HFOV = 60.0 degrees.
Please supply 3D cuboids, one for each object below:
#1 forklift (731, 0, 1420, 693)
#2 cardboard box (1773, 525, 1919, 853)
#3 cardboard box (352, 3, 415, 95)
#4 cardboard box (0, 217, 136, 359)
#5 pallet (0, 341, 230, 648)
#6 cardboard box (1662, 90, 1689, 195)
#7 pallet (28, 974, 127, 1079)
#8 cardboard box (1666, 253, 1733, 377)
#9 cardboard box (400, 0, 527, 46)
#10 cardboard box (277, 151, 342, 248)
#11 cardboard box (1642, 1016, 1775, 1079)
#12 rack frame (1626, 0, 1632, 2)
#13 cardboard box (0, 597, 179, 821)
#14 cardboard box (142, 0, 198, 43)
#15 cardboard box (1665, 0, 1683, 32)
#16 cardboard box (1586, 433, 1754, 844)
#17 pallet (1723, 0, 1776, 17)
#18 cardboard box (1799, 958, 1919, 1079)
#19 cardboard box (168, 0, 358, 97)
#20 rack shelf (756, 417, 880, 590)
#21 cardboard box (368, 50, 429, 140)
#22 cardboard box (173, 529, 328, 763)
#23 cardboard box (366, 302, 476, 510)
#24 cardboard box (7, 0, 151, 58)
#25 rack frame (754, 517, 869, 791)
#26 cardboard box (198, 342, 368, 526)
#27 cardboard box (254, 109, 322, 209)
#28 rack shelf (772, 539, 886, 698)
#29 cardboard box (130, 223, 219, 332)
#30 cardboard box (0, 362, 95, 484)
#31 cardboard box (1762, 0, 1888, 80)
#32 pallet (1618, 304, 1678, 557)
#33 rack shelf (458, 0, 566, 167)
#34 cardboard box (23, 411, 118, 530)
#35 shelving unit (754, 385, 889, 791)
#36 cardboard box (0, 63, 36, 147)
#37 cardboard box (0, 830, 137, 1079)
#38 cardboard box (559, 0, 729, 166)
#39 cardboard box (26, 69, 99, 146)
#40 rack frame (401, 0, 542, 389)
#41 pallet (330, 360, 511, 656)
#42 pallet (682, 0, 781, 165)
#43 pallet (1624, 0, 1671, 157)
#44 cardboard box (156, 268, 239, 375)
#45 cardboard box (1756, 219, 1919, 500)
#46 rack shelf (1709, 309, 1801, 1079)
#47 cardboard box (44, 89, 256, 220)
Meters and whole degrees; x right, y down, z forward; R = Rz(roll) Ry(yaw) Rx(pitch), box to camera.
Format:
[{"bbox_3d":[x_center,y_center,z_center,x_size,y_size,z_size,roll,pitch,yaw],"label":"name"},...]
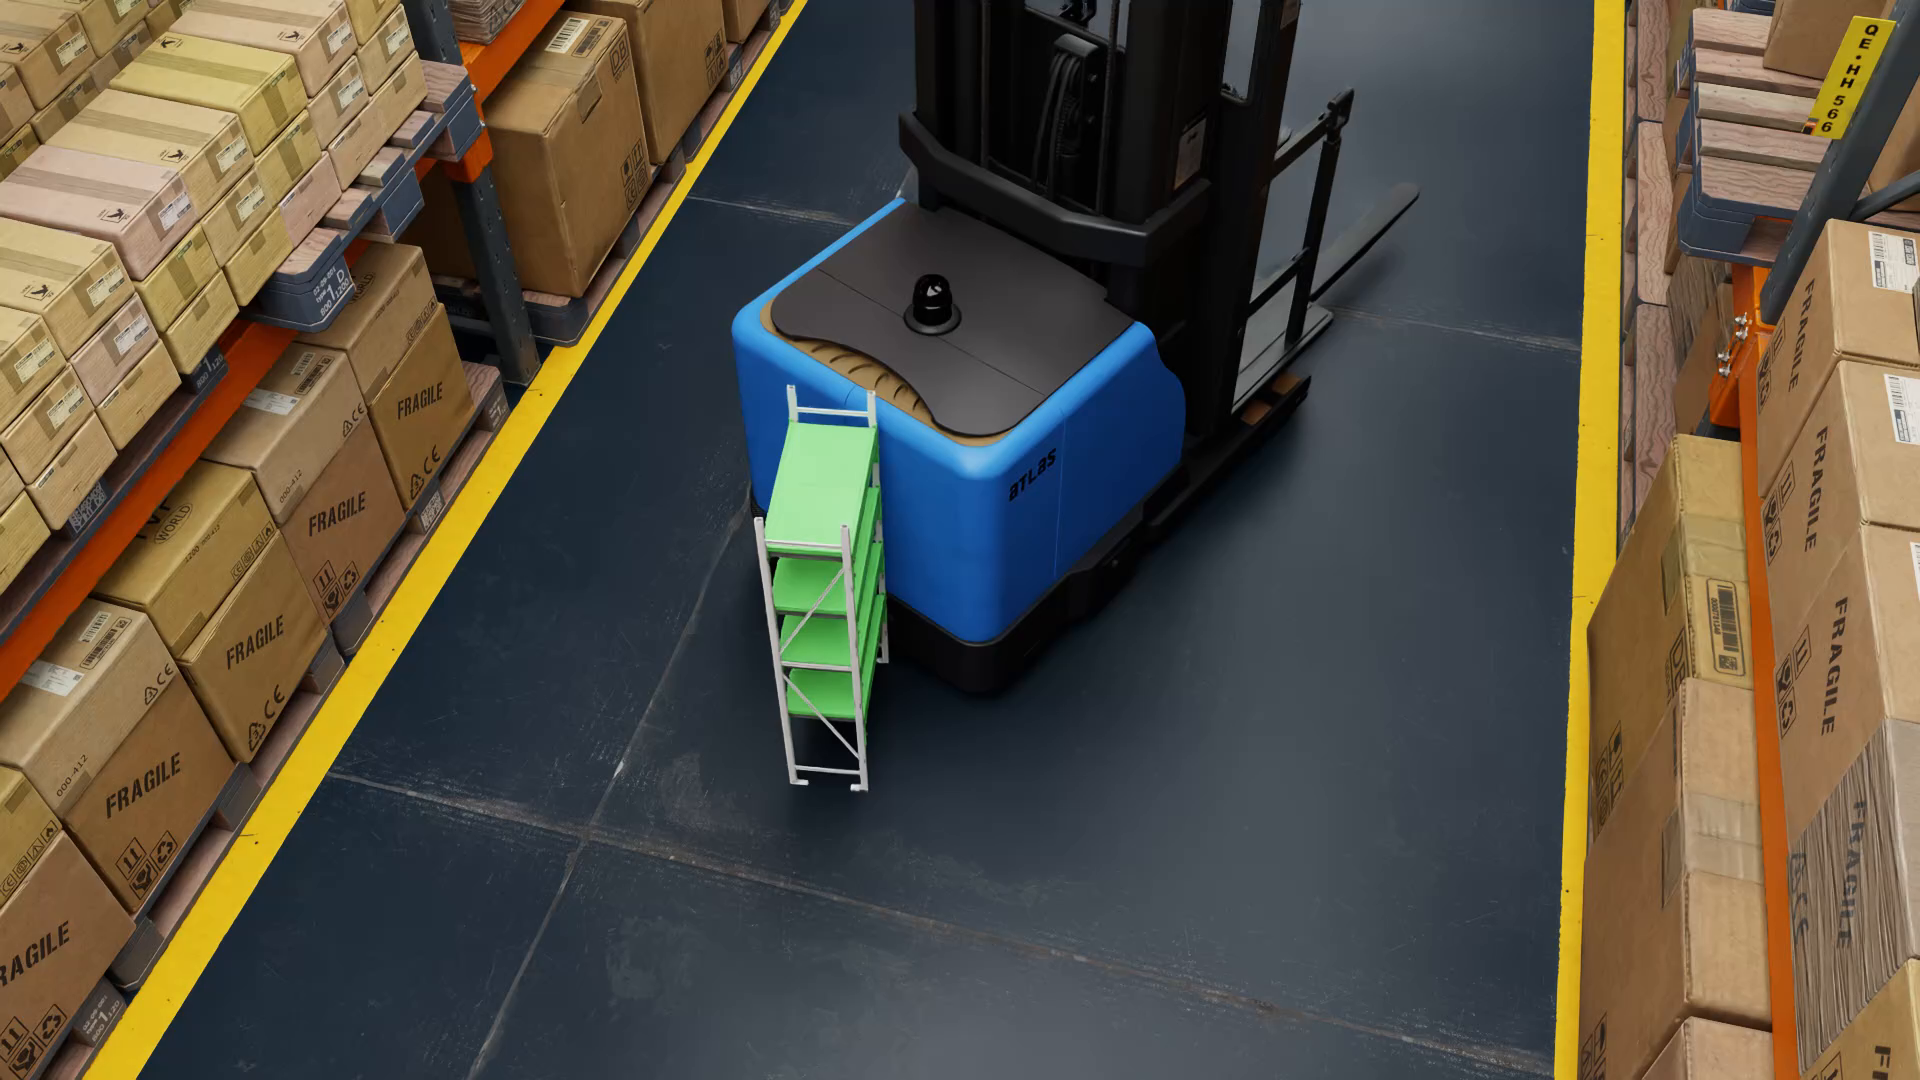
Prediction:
[{"bbox_3d":[0.634,-1.532,5.147,1.130,2.935,3.031,32,56,25],"label":"forklift"},{"bbox_3d":[2.013,0.357,3.368,0.500,0.500,0.500,11,49,9],"label":"cardboard box"},{"bbox_3d":[-1.780,-1.412,4.684,0.380,0.149,0.250,12,50,11],"label":"cardboard box"},{"bbox_3d":[-2.119,-0.577,3.750,0.380,0.149,0.250,14,50,12],"label":"cardboard box"},{"bbox_3d":[-2.571,-0.201,4.055,1.003,0.211,1.213,12,50,10],"label":"pallet"},{"bbox_3d":[3.249,-1.679,6.605,0.700,0.500,0.500,8,49,7],"label":"cardboard box"},{"bbox_3d":[-2.939,1.548,4.243,1.003,0.211,1.213,12,50,10],"label":"pallet"},{"bbox_3d":[2.960,-0.863,5.885,0.700,0.500,0.500,8,49,7],"label":"cardboard box"},{"bbox_3d":[-1.711,-2.009,5.456,0.500,0.500,0.500,12,50,10],"label":"cardboard box"},{"bbox_3d":[-1.910,-0.948,4.473,0.380,0.149,0.250,12,50,11],"label":"cardboard box"},{"bbox_3d":[2.000,1.691,3.394,1.225,0.875,0.875,10,49,9],"label":"cardboard box"},{"bbox_3d":[3.722,-3.546,6.879,1.000,3.000,0.127,12,50,10],"label":"rack frame"},{"bbox_3d":[-2.417,0.393,4.290,0.500,0.250,0.500,13,50,11],"label":"cardboard box"},{"bbox_3d":[-2.411,-1.549,4.806,0.380,0.149,0.250,14,50,12],"label":"cardboard box"},{"bbox_3d":[3.539,-2.425,7.263,0.700,0.500,0.500,8,49,7],"label":"cardboard box"},{"bbox_3d":[2.467,0.406,4.528,1.225,0.875,0.875,9,49,8],"label":"cardboard box"},{"bbox_3d":[3.150,-2.029,5.668,1.003,0.211,1.213,12,50,10],"label":"pallet"},{"bbox_3d":[1.743,1.079,2.730,0.500,0.500,0.500,11,49,10],"label":"cardboard box"},{"bbox_3d":[-1.845,-1.331,4.415,0.380,0.149,0.250,11,49,10],"label":"cardboard box"},{"bbox_3d":[-0.375,-0.104,4.486,0.258,0.148,0.480,4,49,4],"label":"rack shelf"},{"bbox_3d":[-1.776,-1.313,4.796,0.380,0.149,0.250,12,50,11],"label":"cardboard box"},{"bbox_3d":[-2.274,0.272,4.897,0.500,0.500,0.500,10,49,8],"label":"cardboard box"},{"bbox_3d":[-2.011,-0.489,5.568,0.500,0.500,0.500,11,50,10],"label":"cardboard box"},{"bbox_3d":[-2.466,-1.466,4.534,0.380,0.149,0.250,10,49,9],"label":"cardboard box"},{"bbox_3d":[-0.400,0.354,4.638,0.240,1.200,0.015,4,49,4],"label":"rack frame"},{"bbox_3d":[-2.139,-0.351,4.946,0.500,0.250,0.500,12,50,11],"label":"cardboard box"},{"bbox_3d":[-1.916,-1.027,4.345,0.380,0.149,0.250,13,50,11],"label":"cardboard box"},{"bbox_3d":[-0.375,0.214,4.846,0.258,0.148,0.480,4,49,4],"label":"rack shelf"},{"bbox_3d":[-2.050,-0.667,4.027,0.380,0.149,0.250,11,50,10],"label":"cardboard box"},{"bbox_3d":[-2.185,-0.291,3.696,0.380,0.149,0.250,11,49,9],"label":"cardboard box"},{"bbox_3d":[2.823,-1.647,4.856,0.700,0.500,0.500,18,51,16],"label":"cardboard box"},{"bbox_3d":[2.876,-0.295,5.870,1.003,0.211,1.213,12,50,10],"label":"pallet"},{"bbox_3d":[-1.563,-2.913,6.800,1.077,0.370,4.000,12,50,10],"label":"rack shelf"},{"bbox_3d":[-2.187,-0.188,3.803,0.380,0.149,0.250,10,49,8],"label":"cardboard box"},{"bbox_3d":[-0.375,0.172,4.798,0.258,1.200,0.503,4,49,4],"label":"shelving unit"},{"bbox_3d":[-2.605,-1.098,4.209,0.380,0.149,0.250,10,49,8],"label":"cardboard box"},{"bbox_3d":[-2.555,1.012,4.244,0.500,0.500,0.500,14,50,12],"label":"cardboard box"},{"bbox_3d":[-1.616,-2.155,6.872,1.050,0.750,0.750,12,50,11],"label":"cardboard box"},{"bbox_3d":[-2.547,-1.159,4.461,0.380,0.149,0.250,10,49,9],"label":"cardboard box"},{"bbox_3d":[-2.090,-1.705,5.254,1.000,3.000,0.127,12,50,10],"label":"rack frame"},{"bbox_3d":[-2.297,-0.217,5.801,1.003,0.211,1.213,12,50,10],"label":"pallet"},{"bbox_3d":[-1.486,-2.217,7.566,1.003,0.211,1.213,12,50,10],"label":"pallet"},{"bbox_3d":[3.518,-2.060,7.427,1.003,0.211,1.213,12,50,10],"label":"pallet"},{"bbox_3d":[-2.049,-0.573,4.143,0.380,0.149,0.250,10,49,8],"label":"cardboard box"},{"bbox_3d":[2.278,-0.388,4.025,0.500,0.500,0.500,13,50,11],"label":"cardboard box"},{"bbox_3d":[2.142,1.032,3.318,1.077,0.370,4.000,12,50,10],"label":"rack shelf"},{"bbox_3d":[-1.980,-0.948,4.077,0.380,0.149,0.250,13,50,11],"label":"cardboard box"}]
